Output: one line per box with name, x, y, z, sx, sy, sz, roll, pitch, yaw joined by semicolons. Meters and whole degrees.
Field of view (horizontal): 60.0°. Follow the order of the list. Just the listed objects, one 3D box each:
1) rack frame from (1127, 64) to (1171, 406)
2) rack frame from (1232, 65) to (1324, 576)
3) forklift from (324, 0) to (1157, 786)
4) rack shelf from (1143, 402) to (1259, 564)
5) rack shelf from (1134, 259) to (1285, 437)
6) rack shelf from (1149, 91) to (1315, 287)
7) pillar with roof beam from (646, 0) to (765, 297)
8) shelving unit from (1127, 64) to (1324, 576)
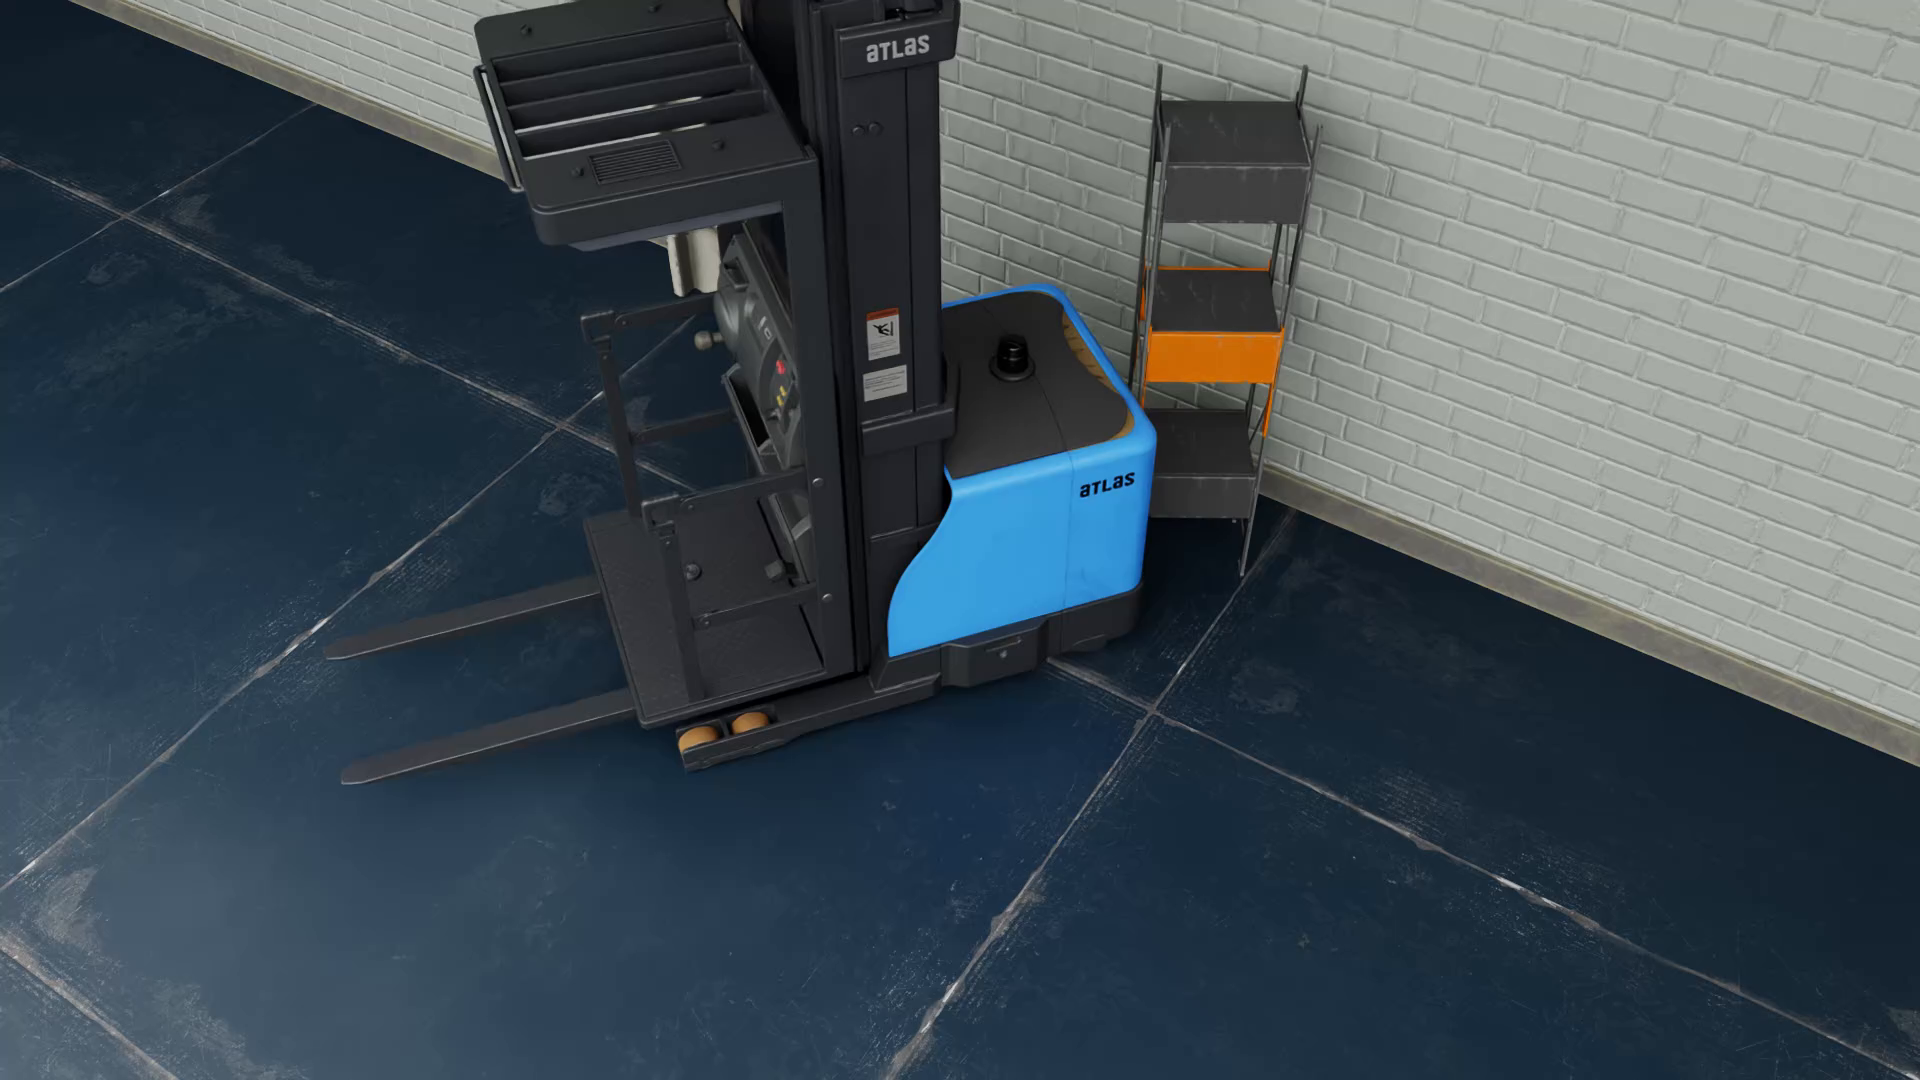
rack frame;0.671;-0.731;6.218;0.015;2.100;0.400;1;46;1
rack frame;1.159;-0.725;6.213;0.015;2.100;0.400;1;46;1
forklift;-0.859;-0.606;5.517;3.031;2.935;1.130;-15;48;-14
rack shelf;0.915;-0.231;6.727;0.480;0.518;0.431;1;46;1
rack shelf;0.915;-0.719;6.225;0.480;0.518;0.431;1;46;1
rack shelf;0.915;-1.206;5.723;0.480;0.518;0.431;1;46;1
pillar with roof beam;-3.478;-1.762;2.410;0.400;9.000;9.100;25;51;22
shelving unit;0.915;-0.728;6.215;0.503;2.100;0.431;1;46;1
